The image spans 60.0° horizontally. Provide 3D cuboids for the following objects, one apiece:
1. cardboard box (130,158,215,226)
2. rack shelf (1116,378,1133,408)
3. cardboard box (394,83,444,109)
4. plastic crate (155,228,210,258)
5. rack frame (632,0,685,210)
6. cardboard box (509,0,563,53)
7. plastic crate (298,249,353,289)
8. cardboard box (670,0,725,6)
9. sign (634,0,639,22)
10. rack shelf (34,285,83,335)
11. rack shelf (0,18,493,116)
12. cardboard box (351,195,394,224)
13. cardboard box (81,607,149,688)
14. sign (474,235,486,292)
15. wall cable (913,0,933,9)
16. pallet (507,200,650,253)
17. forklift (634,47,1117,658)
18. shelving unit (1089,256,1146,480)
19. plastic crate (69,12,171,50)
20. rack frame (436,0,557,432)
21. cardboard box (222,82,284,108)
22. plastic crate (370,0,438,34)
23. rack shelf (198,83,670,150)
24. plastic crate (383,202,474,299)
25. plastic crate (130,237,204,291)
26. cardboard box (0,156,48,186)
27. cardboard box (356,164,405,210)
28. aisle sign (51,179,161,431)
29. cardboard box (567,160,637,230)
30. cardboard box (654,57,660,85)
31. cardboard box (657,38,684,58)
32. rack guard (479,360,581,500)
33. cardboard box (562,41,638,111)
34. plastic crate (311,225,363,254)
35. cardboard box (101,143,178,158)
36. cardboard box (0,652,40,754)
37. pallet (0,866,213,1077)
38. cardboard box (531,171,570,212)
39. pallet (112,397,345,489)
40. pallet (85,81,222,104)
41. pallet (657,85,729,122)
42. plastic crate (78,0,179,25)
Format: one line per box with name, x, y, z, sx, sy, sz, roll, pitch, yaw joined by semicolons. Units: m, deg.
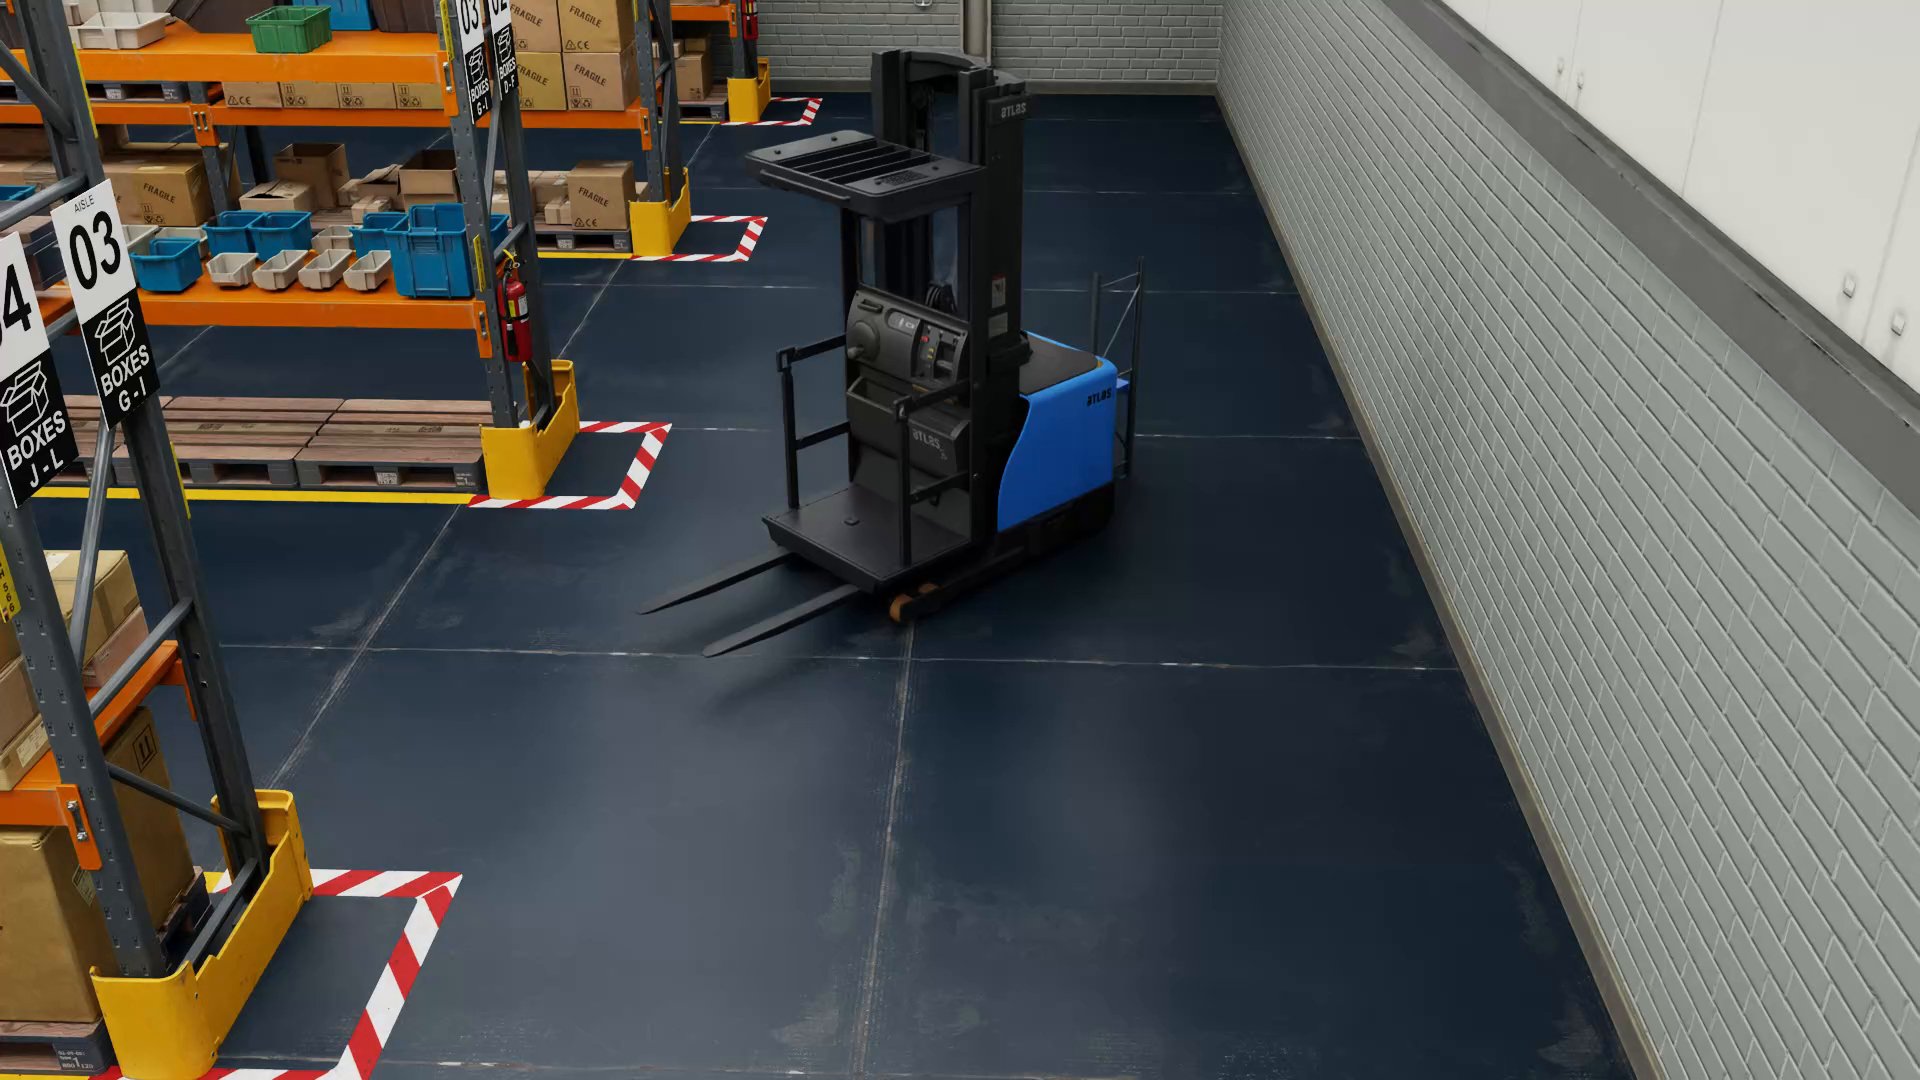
cardboard box;-7.211;-3.202;15.287;0.500;0.500;0.500;1;28;2
rack shelf;0.588;-1.019;10.943;1.000;0.185;0.538;22;34;36
cardboard box;-4.688;-4.122;14.717;0.500;0.500;0.500;1;28;1
plastic crate;-5.135;-1.941;10.927;0.466;0.136;0.293;1;28;2
rack frame;-2.710;-4.172;14.917;0.127;3.000;1.000;1;28;2
cardboard box;-3.670;-4.544;14.446;0.500;0.500;0.500;2;28;3
plastic crate;-3.999;-1.704;10.479;0.243;0.136;0.396;1;28;2
cardboard box;-3.049;-6.627;19.228;0.700;0.700;0.980;2;28;4
sign;-2.750;-4.564;14.082;0.005;0.325;0.100;1;28;2
rack shelf;-5.062;-0.575;5.698;4.000;0.370;1.077;1;28;2
rack shelf;-4.888;-2.894;10.072;4.000;0.370;1.077;1;28;2
cardboard box;-5.431;-3.063;15.380;0.250;0.166;0.380;1;28;2
cardboard box;-3.407;0.416;6.531;0.250;0.149;0.380;1;28;2
sign;-2.892;-1.668;10.019;0.005;0.325;0.100;1;28;2
wall cable;-1.226;-7.361;19.849;1.851;1.984;0.084;1;28;2
pallet;-3.583;-2.954;15.597;1.213;0.211;1.003;1;28;2
forklift;-0.452;-1.092;9.181;3.031;2.935;1.130;-24;36;-38
shelving unit;0.591;-1.179;10.861;1.048;1.500;0.538;22;34;36
plastic crate;-4.963;-2.980;9.748;0.530;0.136;0.437;1;28;2
rack frame;-2.889;-1.853;10.543;0.127;3.000;1.000;1;28;2
cardboard box;-6.208;-4.146;14.762;0.500;0.500;0.500;2;28;3
plastic crate;-3.264;-3.258;10.130;0.590;0.269;0.497;1;28;2
rack shelf;-4.709;-3.887;15.148;4.000;0.370;1.077;1;28;2
plastic crate;-3.230;-1.814;10.367;0.499;0.435;0.616;1;28;2
plastic crate;-4.950;-1.720;10.406;0.300;0.233;0.416;1;28;2
cardboard box;-8.714;-3.230;15.339;0.500;0.500;0.500;0;28;0
cardboard box;-5.379;-3.355;15.778;0.500;0.311;0.500;1;28;2
aisle sign;-2.981;-0.823;5.824;0.004;0.787;0.394;1;28;2
cardboard box;-3.262;-3.155;15.199;0.500;0.500;0.500;1;28;2
cardboard box;-3.742;-5.545;19.727;0.500;0.500;0.700;1;28;2
cardboard box;-3.377;-5.740;19.403;0.250;0.149;0.380;1;28;1
rack guard;-2.864;-0.755;11.140;0.348;0.500;1.175;1;28;2
cardboard box;-3.167;-4.096;14.667;0.500;0.500;0.500;2;28;3
plastic crate;-4.119;-1.977;10.994;0.298;0.136;0.250;1;28;2
cardboard box;-7.716;-3.454;15.761;0.500;0.500;0.500;1;28;3
cardboard box;-3.557;0.516;5.916;0.500;0.250;0.500;1;28;1
pallet;-3.865;1.721;6.779;1.213;0.211;1.003;1;28;2
cardboard box;-3.743;-3.301;15.741;0.500;0.250;0.500;1;28;2
pallet;-4.928;-0.675;11.297;1.213;0.211;1.003;1;28;2
pallet;-7.503;-4.217;15.208;1.213;0.211;1.003;1;28;2
pallet;-3.341;-5.235;19.900;1.213;0.211;1.003;1;28;2
plastic crate;-5.093;-3.307;10.210;0.530;0.282;0.437;1;28;2
